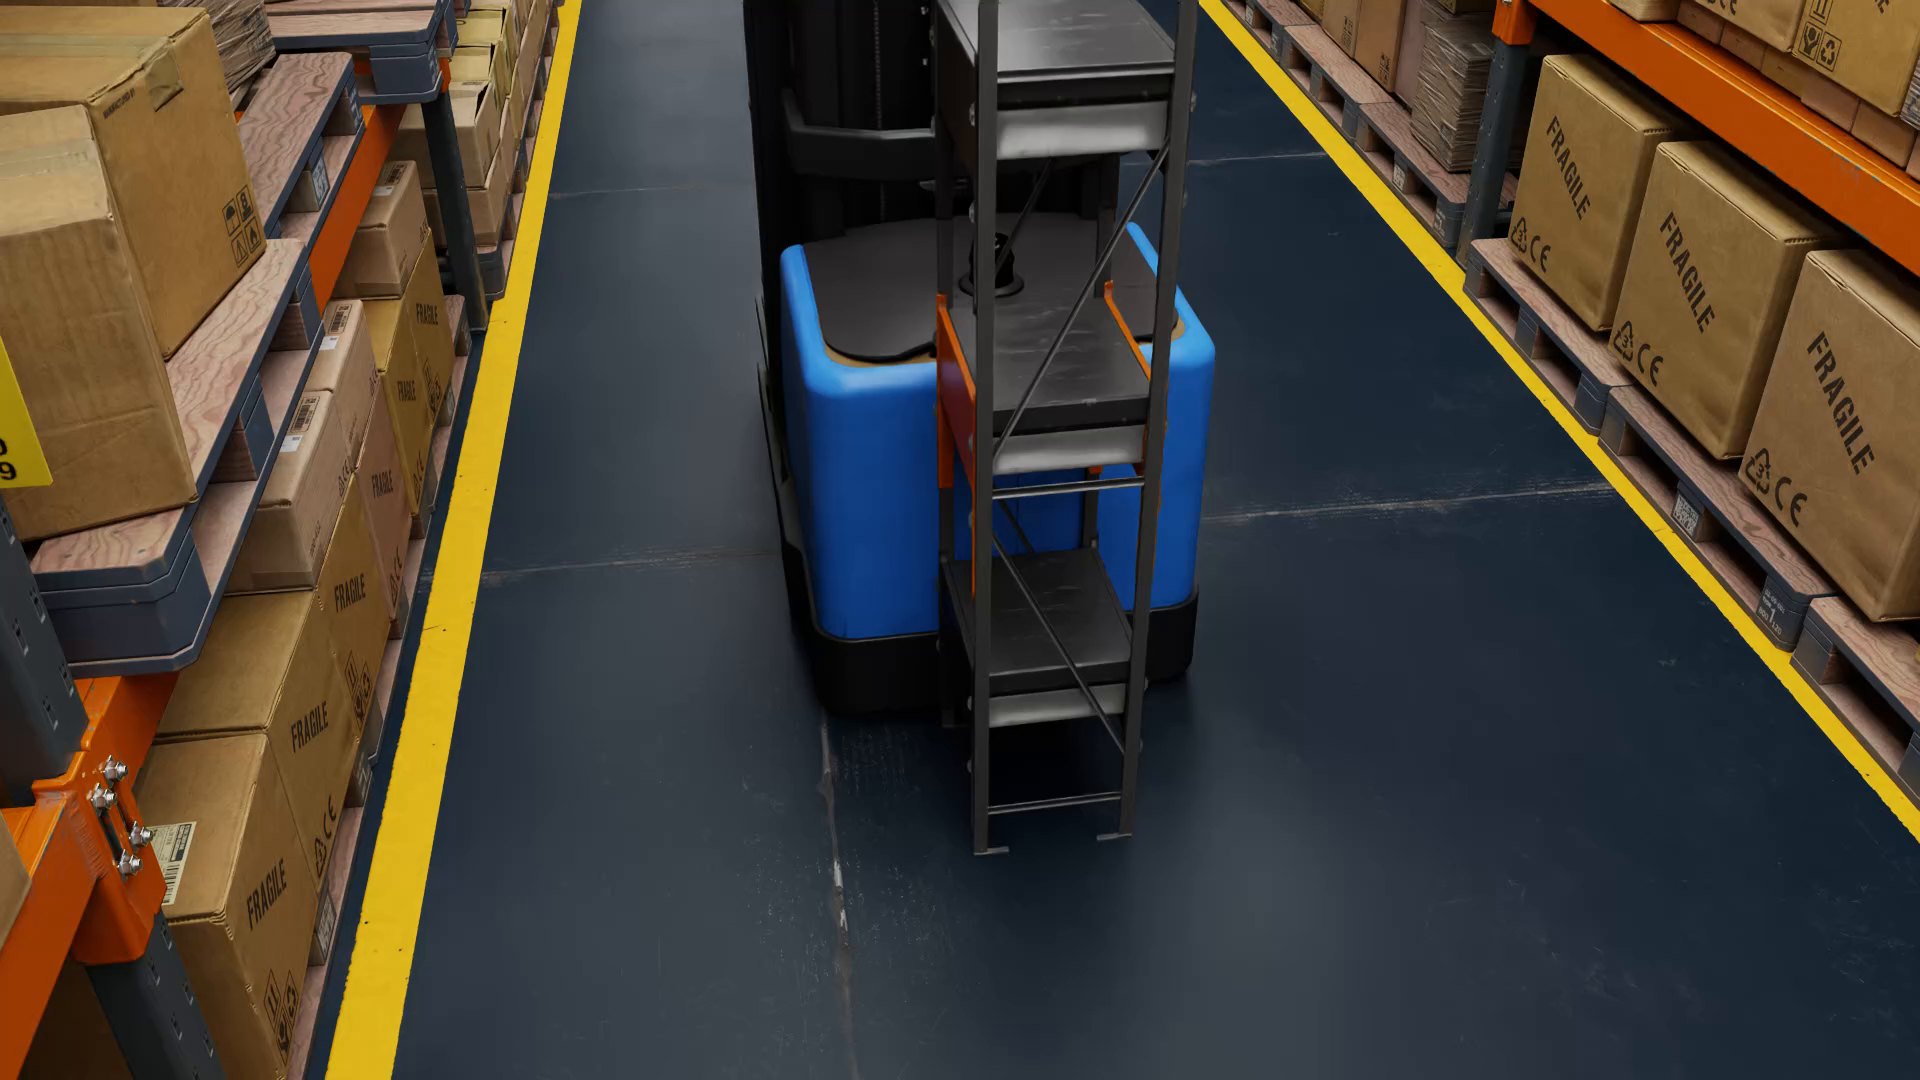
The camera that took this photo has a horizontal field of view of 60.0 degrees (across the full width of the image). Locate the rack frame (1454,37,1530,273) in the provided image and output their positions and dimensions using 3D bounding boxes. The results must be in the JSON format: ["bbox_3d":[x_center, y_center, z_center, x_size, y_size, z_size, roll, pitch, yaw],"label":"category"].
[{"bbox_3d":[2.575,-2.412,6.125,1.000,3.000,0.127,-4,35,-6],"label":"rack frame"}]

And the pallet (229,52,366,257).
[{"bbox_3d":[-2.067,-0.870,4.034,1.003,0.211,1.213,-4,35,-6],"label":"pallet"}]

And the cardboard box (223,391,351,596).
[{"bbox_3d":[-1.753,-0.108,3.907,0.500,0.250,0.500,-4,35,-6],"label":"cardboard box"}]

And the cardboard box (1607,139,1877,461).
[{"bbox_3d":[2.656,-0.787,5.278,0.750,0.750,0.750,-5,35,-7],"label":"cardboard box"}]

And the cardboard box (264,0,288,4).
[{"bbox_3d":[-2.136,-1.906,4.922,0.700,0.500,0.500,-16,37,-22],"label":"cardboard box"}]

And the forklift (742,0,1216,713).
[{"bbox_3d":[-0.109,-1.570,4.952,1.130,2.935,3.031,-6,35,-8],"label":"forklift"}]

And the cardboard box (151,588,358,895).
[{"bbox_3d":[-1.701,0.464,3.735,0.500,0.500,0.500,-4,34,-6],"label":"cardboard box"}]

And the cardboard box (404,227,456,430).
[{"bbox_3d":[-1.974,-0.679,5.412,0.500,0.500,0.500,-3,34,-5],"label":"cardboard box"}]

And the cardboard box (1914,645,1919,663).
[{"bbox_3d":[2.897,0.182,3.855,0.750,0.750,0.750,-4,34,-6],"label":"cardboard box"}]

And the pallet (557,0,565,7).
[{"bbox_3d":[-2.936,-3.561,10.288,1.003,0.211,1.213,-4,35,-6],"label":"pallet"}]

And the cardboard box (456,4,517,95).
[{"bbox_3d":[-2.257,-2.195,7.379,0.500,0.311,0.500,-5,35,-8],"label":"cardboard box"}]

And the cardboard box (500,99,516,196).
[{"bbox_3d":[-2.181,-1.667,7.101,0.500,0.250,0.500,-5,35,-8],"label":"cardboard box"}]

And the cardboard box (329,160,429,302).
[{"bbox_3d":[-1.963,-0.958,5.155,0.500,0.250,0.500,-3,34,-5],"label":"cardboard box"}]

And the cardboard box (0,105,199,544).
[{"bbox_3d":[-1.637,-0.299,2.563,0.700,0.500,0.500,-16,37,-22],"label":"cardboard box"}]

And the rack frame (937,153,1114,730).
[{"bbox_3d":[0.147,-0.378,3.940,0.400,2.100,0.015,-6,35,-8],"label":"rack frame"}]

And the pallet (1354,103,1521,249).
[{"bbox_3d":[2.472,-1.696,7.551,1.003,0.211,1.213,-4,35,-6],"label":"pallet"}]

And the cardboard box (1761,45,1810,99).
[{"bbox_3d":[2.591,-1.399,4.845,0.380,0.149,0.250,-4,34,-6],"label":"cardboard box"}]

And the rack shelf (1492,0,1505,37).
[{"bbox_3d":[2.307,-3.231,7.966,1.077,0.370,4.000,-4,35,-6],"label":"rack shelf"}]

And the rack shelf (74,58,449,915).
[{"bbox_3d":[-2.064,-0.621,4.137,1.077,0.370,4.000,-4,35,-6],"label":"rack shelf"}]

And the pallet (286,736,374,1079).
[{"bbox_3d":[-1.942,0.899,3.744,1.003,0.211,1.213,-4,35,-6],"label":"pallet"}]

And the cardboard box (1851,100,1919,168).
[{"bbox_3d":[2.636,-1.113,4.424,0.380,0.149,0.250,-3,34,-5],"label":"cardboard box"}]

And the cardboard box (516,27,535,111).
[{"bbox_3d":[-2.325,-2.243,7.946,0.500,0.250,0.500,-4,34,-5],"label":"cardboard box"}]

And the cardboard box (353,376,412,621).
[{"bbox_3d":[-1.828,-0.098,4.559,0.500,0.500,0.500,-6,35,-8],"label":"cardboard box"}]

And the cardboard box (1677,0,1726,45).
[{"bbox_3d":[2.523,-1.688,5.269,0.380,0.149,0.250,-5,35,-7],"label":"cardboard box"}]

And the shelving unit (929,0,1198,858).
[{"bbox_3d":[0.189,-0.242,3.741,0.431,2.100,0.503,-6,35,-8],"label":"shelving unit"}]

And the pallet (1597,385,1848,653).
[{"bbox_3d":[2.768,-0.135,5.260,1.003,0.211,1.213,-4,35,-6],"label":"pallet"}]

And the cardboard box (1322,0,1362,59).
[{"bbox_3d":[2.301,-2.811,8.540,0.700,0.500,0.500,-4,34,-6],"label":"cardboard box"}]

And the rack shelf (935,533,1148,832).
[{"bbox_3d":[0.189,0.348,4.143,0.431,0.518,0.480,-6,35,-8],"label":"rack shelf"}]

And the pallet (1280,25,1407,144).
[{"bbox_3d":[2.311,-2.375,8.548,1.003,0.211,1.213,-4,35,-6],"label":"pallet"}]

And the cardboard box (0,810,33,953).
[{"bbox_3d":[-1.473,0.416,1.887,0.500,0.500,0.500,-4,34,-6],"label":"cardboard box"}]

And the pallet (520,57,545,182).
[{"bbox_3d":[-2.566,-2.024,8.032,1.003,0.211,1.213,-4,35,-6],"label":"pallet"}]

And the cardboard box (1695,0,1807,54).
[{"bbox_3d":[2.514,-1.724,4.745,0.500,0.500,0.500,-5,35,-7],"label":"cardboard box"}]

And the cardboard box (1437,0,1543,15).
[{"bbox_3d":[2.412,-2.591,7.552,0.500,0.250,0.500,-4,34,-5],"label":"cardboard box"}]

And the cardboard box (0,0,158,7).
[{"bbox_3d":[-2.093,-0.998,3.590,0.700,0.500,0.500,-13,36,-18],"label":"cardboard box"}]

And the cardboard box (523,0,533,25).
[{"bbox_3d":[-2.391,-2.763,8.211,0.500,0.311,0.500,-4,35,-7],"label":"cardboard box"}]

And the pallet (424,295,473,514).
[{"bbox_3d":[-2.270,-0.463,5.742,1.003,0.211,1.213,-4,35,-6],"label":"pallet"}]

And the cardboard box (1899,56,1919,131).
[{"bbox_3d":[2.664,-1.156,3.911,0.500,0.500,0.500,-4,35,-6],"label":"cardboard box"}]

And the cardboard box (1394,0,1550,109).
[{"bbox_3d":[2.473,-2.255,7.724,0.700,0.500,0.500,-4,35,-6],"label":"cardboard box"}]

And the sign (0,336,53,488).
[{"bbox_3d":[-1.258,-0.205,2.119,0.100,0.325,0.005,-4,35,-6],"label":"sign"}]

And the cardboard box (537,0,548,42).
[{"bbox_3d":[-2.461,-2.812,8.782,0.500,0.250,0.500,-5,35,-7],"label":"cardboard box"}]

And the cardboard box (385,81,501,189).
[{"bbox_3d":[-2.112,-1.618,6.531,0.500,0.311,0.500,-3,34,-5],"label":"cardboard box"}]
